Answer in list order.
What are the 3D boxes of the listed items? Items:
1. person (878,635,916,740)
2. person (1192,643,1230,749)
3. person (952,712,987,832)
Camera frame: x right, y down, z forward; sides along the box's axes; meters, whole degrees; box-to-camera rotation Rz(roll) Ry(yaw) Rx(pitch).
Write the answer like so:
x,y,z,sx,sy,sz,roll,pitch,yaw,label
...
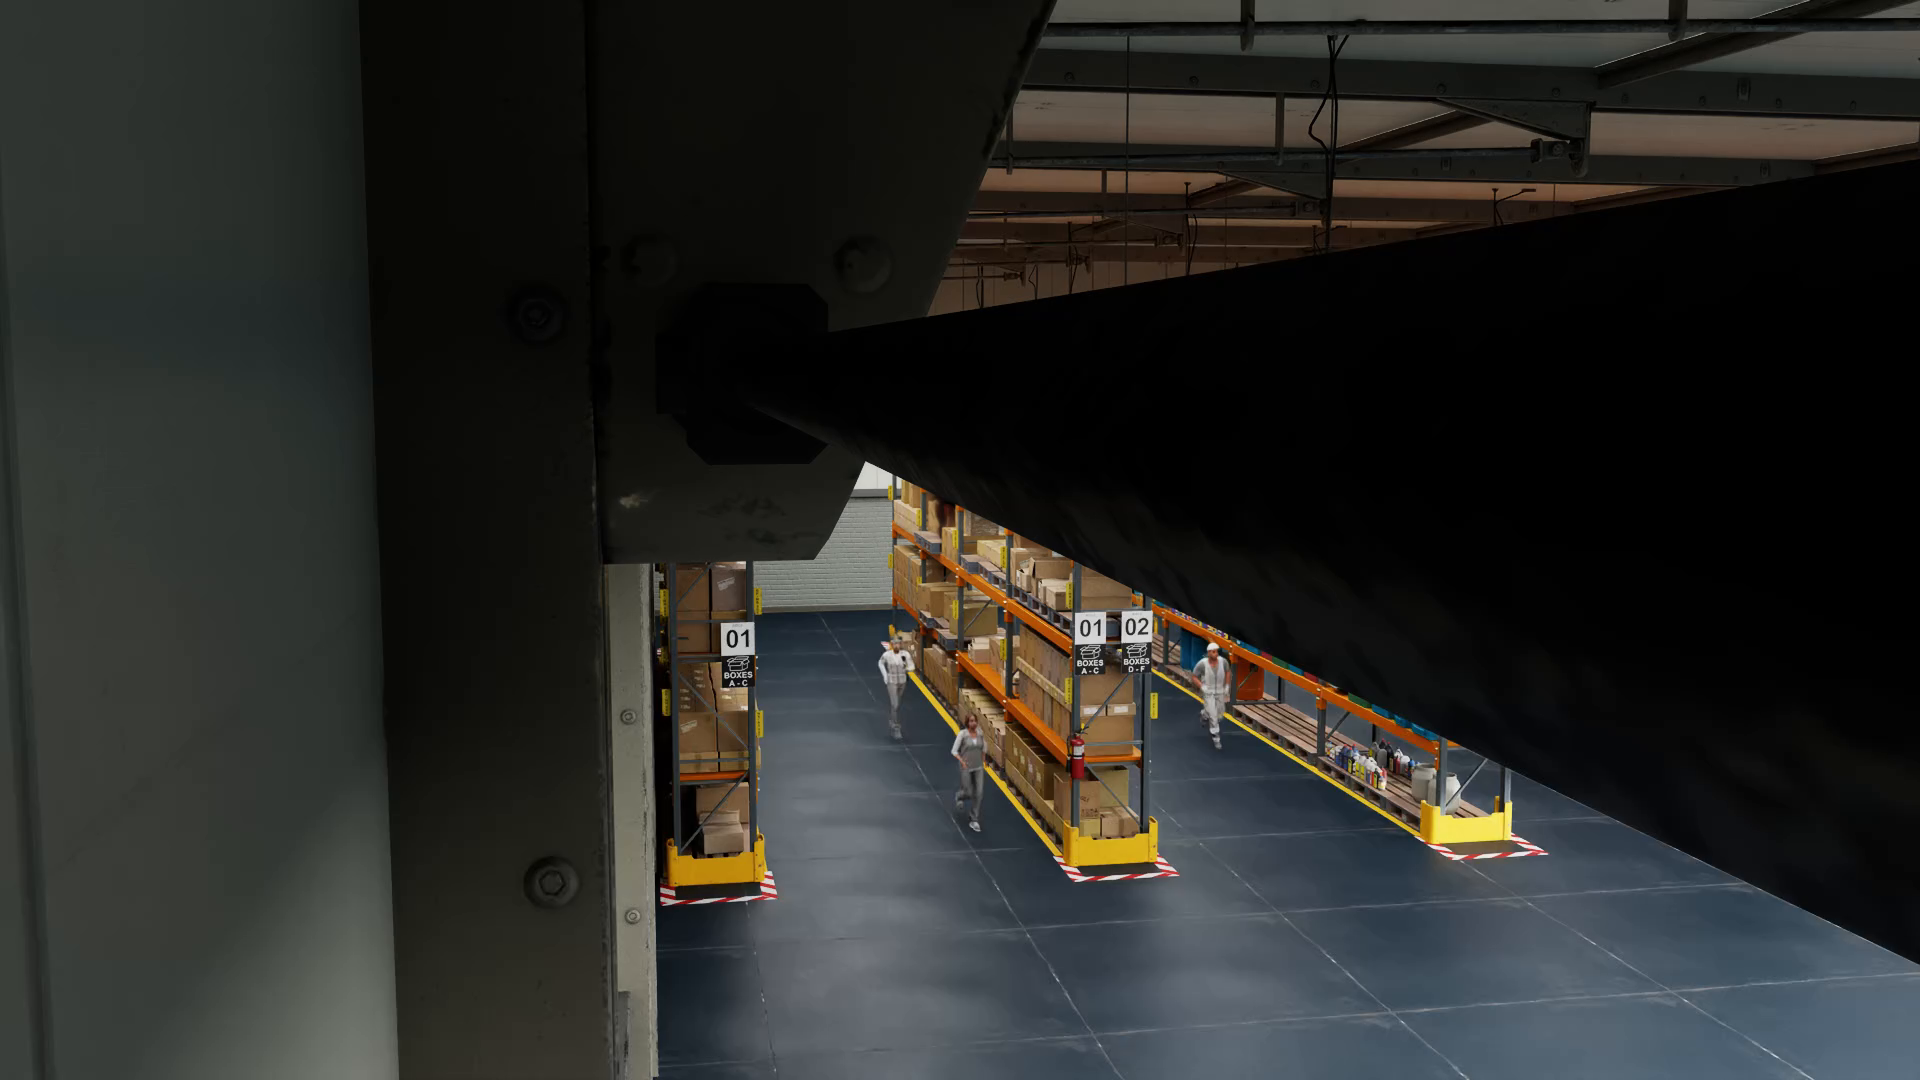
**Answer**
x,y,z,sx,sy,sz,roll,pitch,yaw,label
-1.052,2.449,28.156,0.592,1.730,0.849,-2,6,-15,person
4.122,2.529,27.400,0.685,1.750,0.761,-2,6,-16,person
0.139,3.119,22.655,0.538,1.583,0.733,-2,7,-19,person
